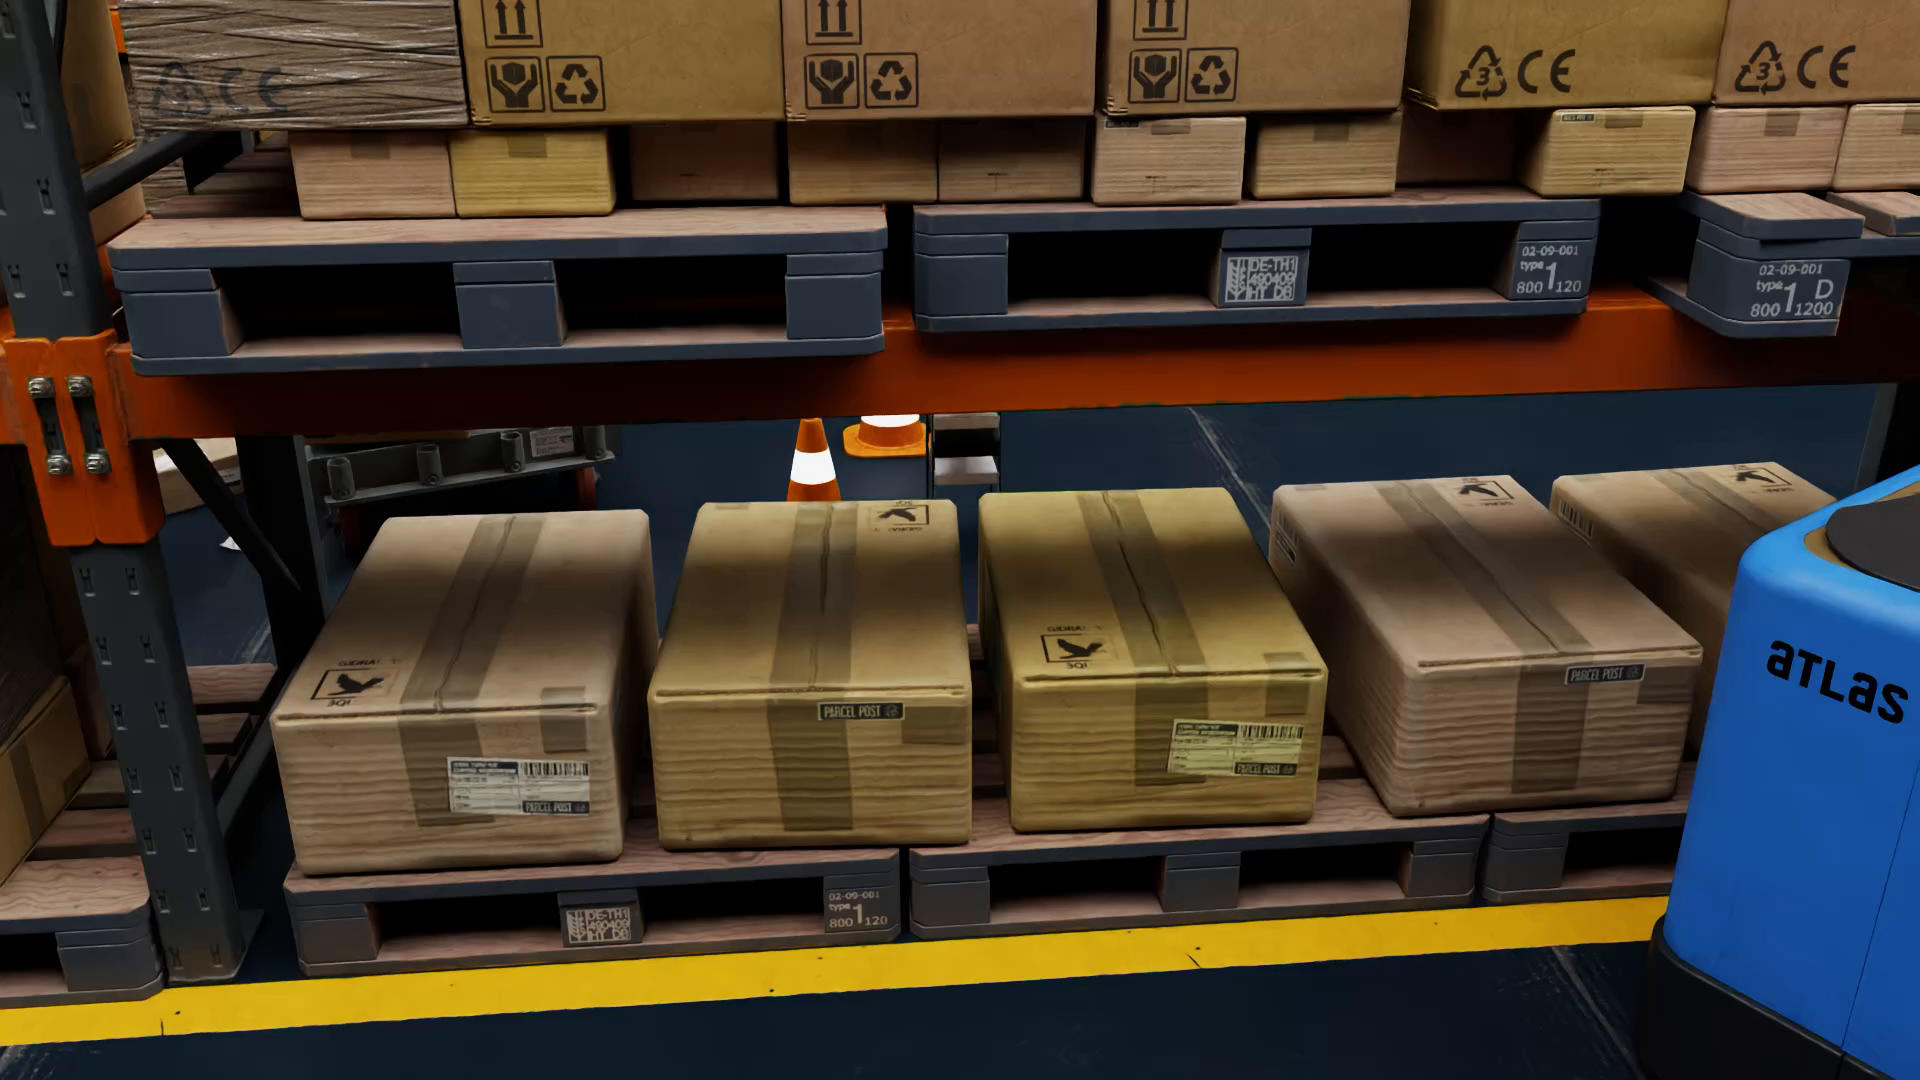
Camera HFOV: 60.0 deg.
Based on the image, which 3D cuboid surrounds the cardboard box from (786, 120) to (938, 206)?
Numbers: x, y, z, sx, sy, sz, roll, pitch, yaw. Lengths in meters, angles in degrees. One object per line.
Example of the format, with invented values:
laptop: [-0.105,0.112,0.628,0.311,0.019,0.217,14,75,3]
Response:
cardboard box: [-0.177,-0.709,2.944,0.250,0.149,0.380,-2,24,-4]

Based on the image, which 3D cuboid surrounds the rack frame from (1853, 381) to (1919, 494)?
rack frame: [2.439,-0.855,3.481,0.127,3.000,1.000,-2,24,-5]

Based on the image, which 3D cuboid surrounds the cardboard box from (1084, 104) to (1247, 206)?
cardboard box: [0.339,-0.708,2.941,0.250,0.149,0.380,-1,24,-3]

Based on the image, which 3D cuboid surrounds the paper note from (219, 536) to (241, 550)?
paper note: [-2.237,-0.007,5.228,0.142,0.019,0.148,-2,24,-5]

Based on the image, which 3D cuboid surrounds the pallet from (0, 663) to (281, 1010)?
pallet: [-2.207,0.620,3.595,1.213,0.211,1.003,-2,24,-5]

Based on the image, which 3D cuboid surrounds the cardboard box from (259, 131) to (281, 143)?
cardboard box: [-2.762,-1.916,7.967,0.875,0.875,0.875,-2,24,-4]

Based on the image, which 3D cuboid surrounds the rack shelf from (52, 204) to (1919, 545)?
rack shelf: [0.449,-0.447,3.447,4.000,0.370,1.077,-2,24,-5]

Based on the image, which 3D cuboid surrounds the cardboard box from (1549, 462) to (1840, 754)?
cardboard box: [1.876,0.172,3.888,0.625,0.372,0.950,-4,24,-9]

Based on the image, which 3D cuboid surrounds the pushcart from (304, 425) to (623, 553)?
pushcart: [-1.816,-0.417,5.723,0.936,0.377,1.648,-11,26,-23]

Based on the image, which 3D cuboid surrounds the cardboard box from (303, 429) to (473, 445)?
cardboard box: [-1.747,-0.618,5.091,0.500,0.500,0.500,-2,24,-5]

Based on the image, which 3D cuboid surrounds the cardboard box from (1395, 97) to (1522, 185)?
cardboard box: [0.844,-0.773,3.089,0.250,0.149,0.380,-2,24,-5]

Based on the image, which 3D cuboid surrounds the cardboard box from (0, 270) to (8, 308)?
cardboard box: [-1.832,-0.445,2.867,0.250,0.149,0.380,-3,24,-6]

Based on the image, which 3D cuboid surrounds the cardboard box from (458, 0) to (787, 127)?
cardboard box: [-0.549,-0.992,2.782,0.500,0.500,0.500,-2,24,-5]

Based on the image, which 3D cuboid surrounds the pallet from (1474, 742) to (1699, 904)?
pallet: [1.661,0.450,3.978,1.213,0.211,1.003,-2,24,-5]

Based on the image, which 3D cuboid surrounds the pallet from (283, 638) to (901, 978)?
pallet: [-0.767,0.547,3.759,1.213,0.211,1.003,-2,24,-5]

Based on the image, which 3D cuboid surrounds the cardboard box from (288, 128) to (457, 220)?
cardboard box: [-0.961,-0.667,2.850,0.250,0.149,0.380,-2,24,-4]

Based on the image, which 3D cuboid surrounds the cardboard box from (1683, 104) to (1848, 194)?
cardboard box: [1.379,-0.749,3.035,0.250,0.149,0.380,-3,24,-8]

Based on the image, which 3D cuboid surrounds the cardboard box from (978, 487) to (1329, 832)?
cardboard box: [0.387,0.233,3.751,0.625,0.372,0.950,-2,24,-3]

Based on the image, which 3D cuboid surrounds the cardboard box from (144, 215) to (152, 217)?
cardboard box: [-3.573,-1.074,7.048,0.500,0.500,0.500,2,24,4]

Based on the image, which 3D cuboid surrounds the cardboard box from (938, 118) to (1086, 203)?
cardboard box: [0.070,-0.718,2.965,0.250,0.149,0.380,-2,24,-5]

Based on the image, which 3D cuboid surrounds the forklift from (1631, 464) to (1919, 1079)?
forklift: [2.504,0.004,1.632,1.130,2.935,3.031,-17,29,-33]

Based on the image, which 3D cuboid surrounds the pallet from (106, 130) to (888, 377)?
pallet: [-0.767,-0.580,3.097,1.213,0.211,1.003,-2,24,-5]

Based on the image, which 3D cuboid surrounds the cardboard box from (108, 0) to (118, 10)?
cardboard box: [-3.589,-2.736,7.528,0.550,0.550,0.875,-2,24,-5]

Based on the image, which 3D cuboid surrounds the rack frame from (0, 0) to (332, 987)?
rack frame: [-1.542,-0.695,3.122,0.127,3.000,1.000,-2,24,-5]

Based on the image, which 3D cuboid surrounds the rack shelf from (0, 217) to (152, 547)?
rack shelf: [-3.532,-0.287,3.088,4.000,0.370,1.077,-2,24,-5]

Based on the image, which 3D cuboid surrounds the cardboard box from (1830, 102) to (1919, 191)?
cardboard box: [1.630,-0.756,3.050,0.250,0.149,0.380,-2,24,-6]

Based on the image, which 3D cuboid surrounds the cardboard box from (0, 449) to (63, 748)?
cardboard box: [-2.104,0.159,3.145,0.500,0.500,0.500,-3,24,-6]

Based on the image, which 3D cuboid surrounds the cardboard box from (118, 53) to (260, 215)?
cardboard box: [-3.658,-1.879,7.883,0.875,0.875,0.875,-2,24,-5]

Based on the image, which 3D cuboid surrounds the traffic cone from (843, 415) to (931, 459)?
traffic cone: [-0.255,-0.567,5.957,0.334,0.463,0.336,-2,24,-5]

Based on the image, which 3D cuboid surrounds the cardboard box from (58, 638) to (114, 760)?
cardboard box: [-2.155,0.284,3.787,0.500,0.250,0.500,-3,24,-8]

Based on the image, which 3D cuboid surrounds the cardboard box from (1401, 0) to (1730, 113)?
cardboard box: [0.998,-1.052,2.918,0.500,0.500,0.500,-4,24,-9]

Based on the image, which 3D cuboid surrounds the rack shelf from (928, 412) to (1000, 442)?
rack shelf: [0.008,-0.381,5.081,0.200,0.077,0.258,-2,24,-5]

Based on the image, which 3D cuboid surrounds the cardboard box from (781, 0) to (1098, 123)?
cardboard box: [-0.055,-1.006,2.814,0.500,0.500,0.500,-2,24,-5]

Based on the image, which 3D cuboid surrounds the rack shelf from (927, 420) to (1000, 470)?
rack shelf: [0.008,-0.299,5.118,0.200,0.077,0.258,-2,24,-5]

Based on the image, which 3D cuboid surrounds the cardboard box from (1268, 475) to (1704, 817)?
cardboard box: [1.142,0.205,3.814,0.625,0.372,0.950,-3,24,-6]

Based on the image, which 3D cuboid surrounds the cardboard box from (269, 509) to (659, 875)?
cardboard box: [-1.020,0.291,3.619,0.625,0.372,0.950,-2,24,-4]

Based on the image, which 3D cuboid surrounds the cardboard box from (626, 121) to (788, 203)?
cardboard box: [-0.437,-0.716,2.959,0.250,0.149,0.380,-1,24,-2]

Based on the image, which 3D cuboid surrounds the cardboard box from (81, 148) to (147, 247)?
cardboard box: [-1.887,-0.698,3.436,0.250,0.149,0.380,-2,24,-5]

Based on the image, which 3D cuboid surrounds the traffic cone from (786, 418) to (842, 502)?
traffic cone: [-0.445,-0.152,5.021,0.334,0.463,0.336,-2,24,-5]

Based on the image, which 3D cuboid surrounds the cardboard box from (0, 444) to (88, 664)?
cardboard box: [-2.155,-0.059,3.635,0.500,0.500,0.500,-1,24,-3]

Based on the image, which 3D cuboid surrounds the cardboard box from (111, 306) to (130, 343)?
cardboard box: [-3.093,-0.591,5.793,0.503,0.637,0.797,-2,24,-5]

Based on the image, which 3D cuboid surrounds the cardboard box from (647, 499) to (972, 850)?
cardboard box: [-0.305,0.261,3.687,0.625,0.372,0.950,-1,24,-2]

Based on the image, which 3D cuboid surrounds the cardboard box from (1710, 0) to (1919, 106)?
cardboard box: [1.500,-1.073,2.965,0.500,0.500,0.500,-3,24,-6]

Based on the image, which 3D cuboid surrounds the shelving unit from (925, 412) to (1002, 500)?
shelving unit: [0.008,-0.412,5.068,0.210,0.900,0.258,-2,24,-5]

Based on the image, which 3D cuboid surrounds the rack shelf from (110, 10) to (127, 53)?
rack shelf: [-4.119,-2.284,7.580,4.000,0.370,1.077,-2,24,-5]

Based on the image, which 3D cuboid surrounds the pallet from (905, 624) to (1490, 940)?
pallet: [0.450,0.497,3.872,1.213,0.211,1.003,-2,24,-5]

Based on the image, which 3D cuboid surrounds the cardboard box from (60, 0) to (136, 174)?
cardboard box: [-2.007,-0.972,3.255,0.500,0.500,0.500,-2,24,-5]

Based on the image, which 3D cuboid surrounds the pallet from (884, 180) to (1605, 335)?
pallet: [0.473,-0.672,3.305,1.213,0.211,1.003,-2,24,-5]

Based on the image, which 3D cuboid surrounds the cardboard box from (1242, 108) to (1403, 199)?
cardboard box: [0.602,-0.730,2.992,0.250,0.149,0.380,-3,24,-7]

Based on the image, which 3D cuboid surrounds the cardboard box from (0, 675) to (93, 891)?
cardboard box: [-2.104,0.501,3.297,0.500,0.250,0.500,-1,24,-3]

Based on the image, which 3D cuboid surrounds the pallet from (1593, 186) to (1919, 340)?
pallet: [1.740,-0.696,3.359,1.003,0.211,1.213,-2,24,-5]

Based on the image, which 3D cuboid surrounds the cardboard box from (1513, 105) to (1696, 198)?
cardboard box: [1.106,-0.732,2.997,0.250,0.149,0.380,-2,24,-4]

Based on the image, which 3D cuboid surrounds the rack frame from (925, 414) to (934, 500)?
rack frame: [-0.093,-0.407,5.059,0.006,0.900,0.240,-2,24,-5]

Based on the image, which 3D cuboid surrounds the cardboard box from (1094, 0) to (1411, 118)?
cardboard box: [0.455,-1.031,2.870,0.500,0.500,0.500,-3,24,-7]

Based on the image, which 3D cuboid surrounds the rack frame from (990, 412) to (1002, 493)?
rack frame: [0.109,-0.416,5.077,0.006,0.900,0.240,-2,24,-5]

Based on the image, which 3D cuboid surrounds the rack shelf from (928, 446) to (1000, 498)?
rack shelf: [0.008,-0.217,5.155,0.200,0.077,0.258,-2,24,-5]

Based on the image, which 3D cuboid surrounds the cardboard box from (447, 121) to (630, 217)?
cardboard box: [-0.711,-0.673,2.864,0.250,0.149,0.380,-2,24,-4]

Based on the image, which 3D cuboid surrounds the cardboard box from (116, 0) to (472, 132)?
cardboard box: [-1.047,-0.972,2.737,0.500,0.500,0.500,-2,24,-4]

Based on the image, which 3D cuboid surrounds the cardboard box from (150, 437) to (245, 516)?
cardboard box: [-2.563,-0.281,5.555,0.258,0.266,0.396,22,32,40]
